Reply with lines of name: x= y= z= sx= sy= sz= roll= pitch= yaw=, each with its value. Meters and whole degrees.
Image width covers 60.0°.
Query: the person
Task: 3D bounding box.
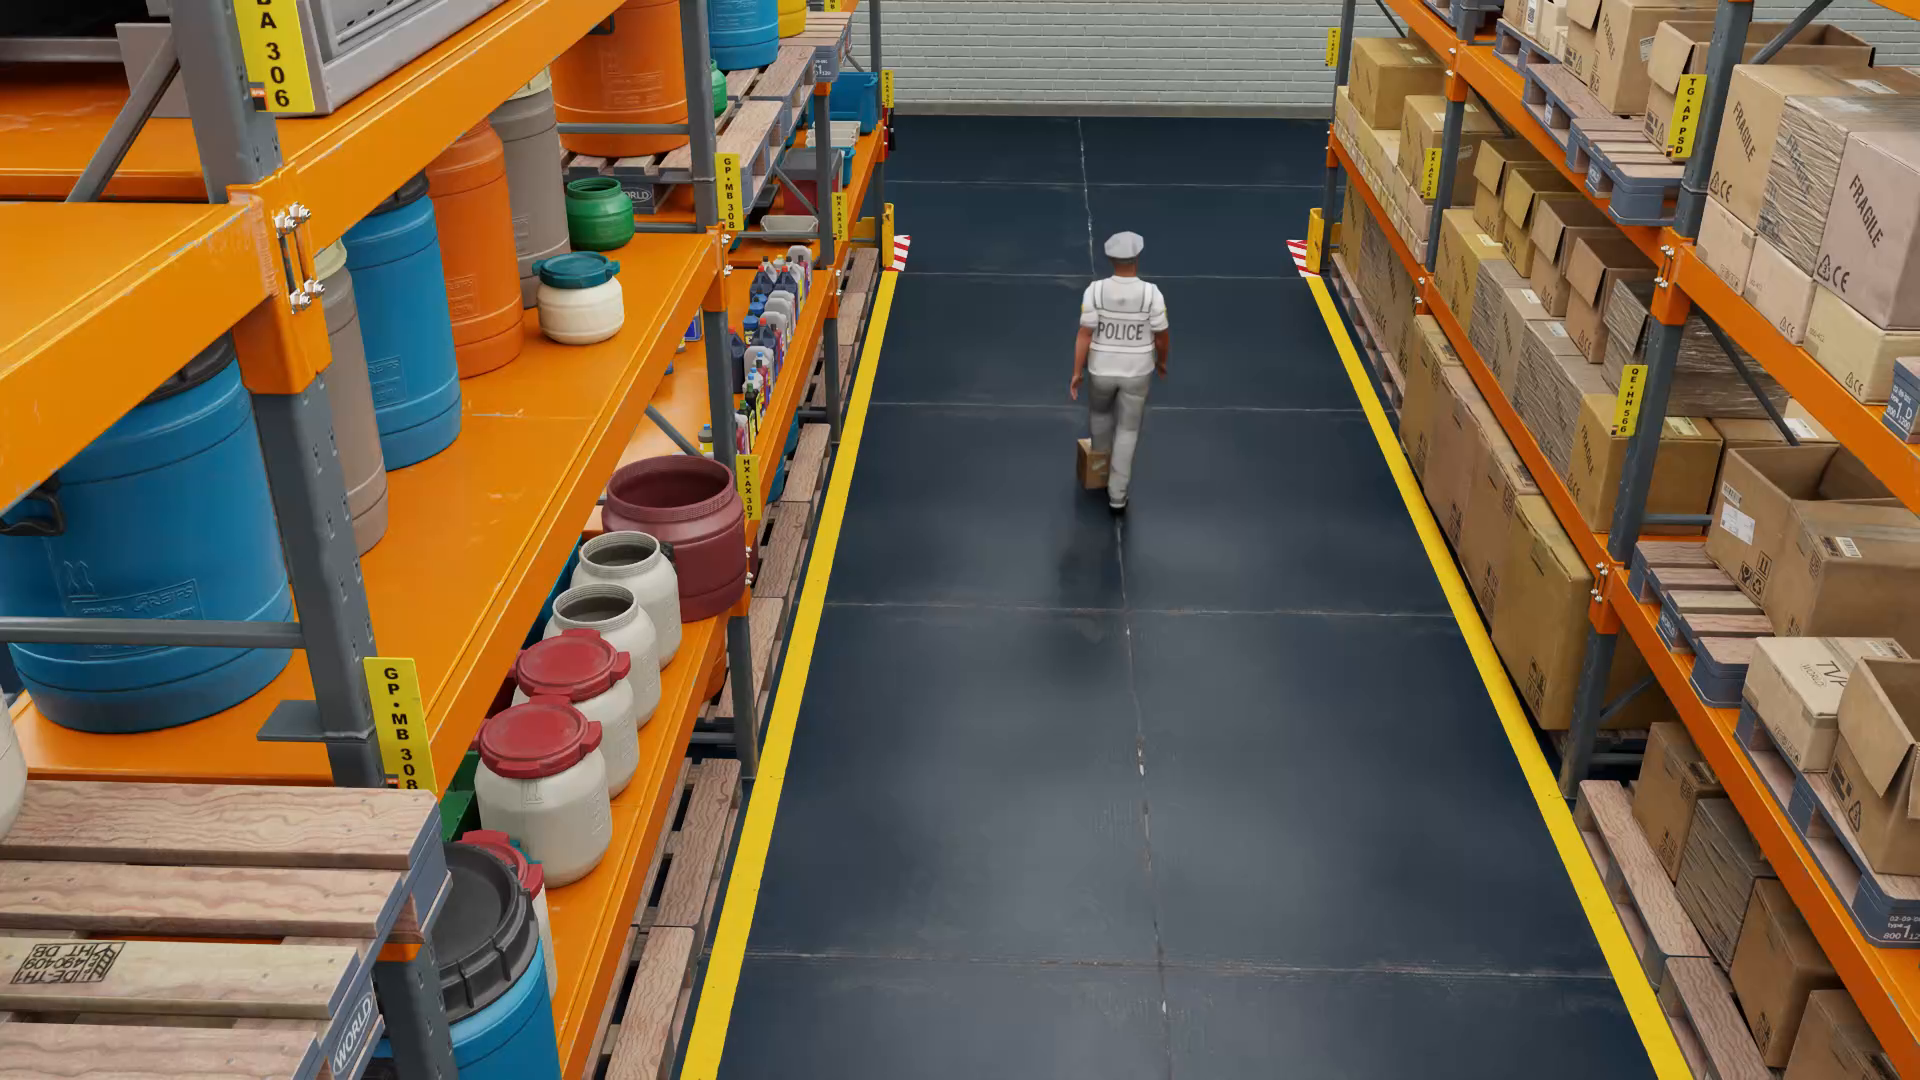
person: x=1.038 y=-1.108 z=10.707 sx=0.595 sy=1.802 sz=0.791 roll=6 pitch=28 yaw=12
